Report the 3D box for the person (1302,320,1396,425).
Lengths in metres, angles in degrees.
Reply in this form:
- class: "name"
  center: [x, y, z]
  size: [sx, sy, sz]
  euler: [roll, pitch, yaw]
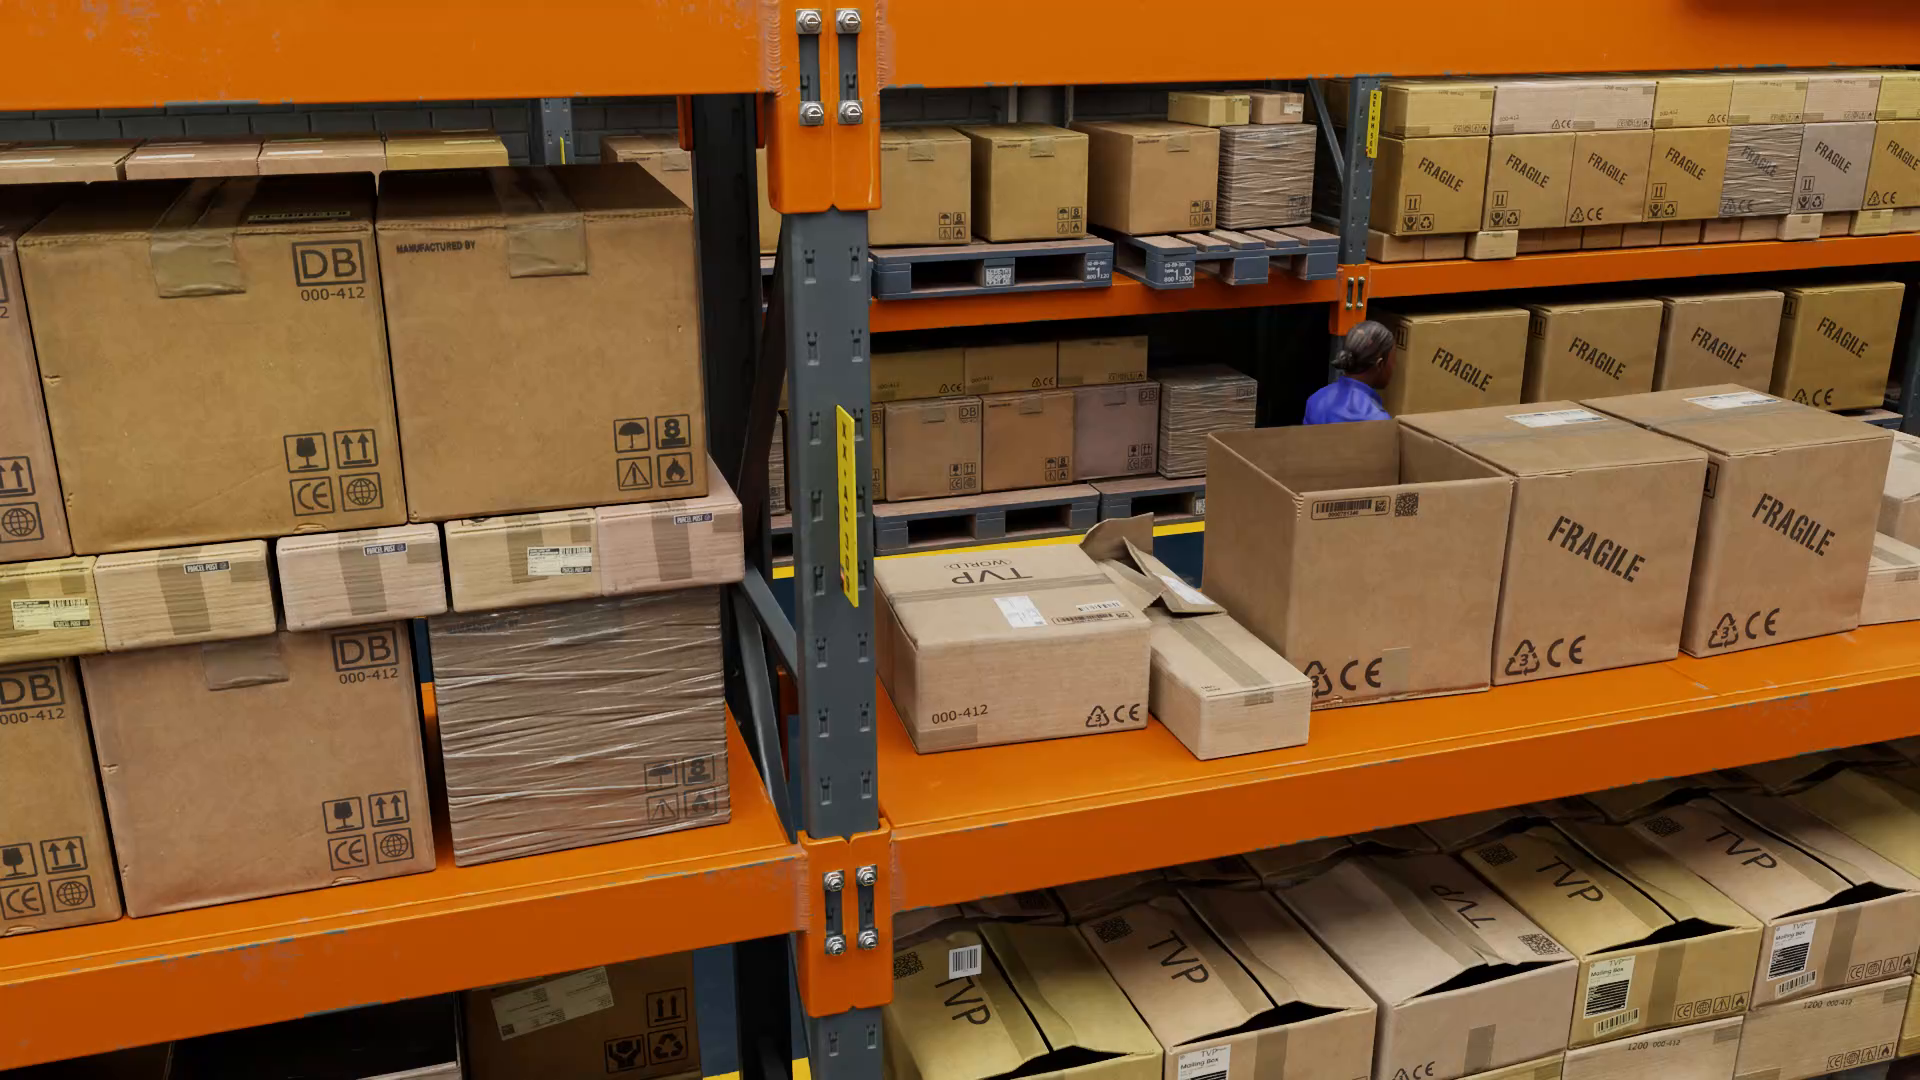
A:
- class: "person"
  center: [1.399, 0.037, 5.973]
  size: [0.402, 1.653, 0.521]
  euler: [-7, 21, -20]
